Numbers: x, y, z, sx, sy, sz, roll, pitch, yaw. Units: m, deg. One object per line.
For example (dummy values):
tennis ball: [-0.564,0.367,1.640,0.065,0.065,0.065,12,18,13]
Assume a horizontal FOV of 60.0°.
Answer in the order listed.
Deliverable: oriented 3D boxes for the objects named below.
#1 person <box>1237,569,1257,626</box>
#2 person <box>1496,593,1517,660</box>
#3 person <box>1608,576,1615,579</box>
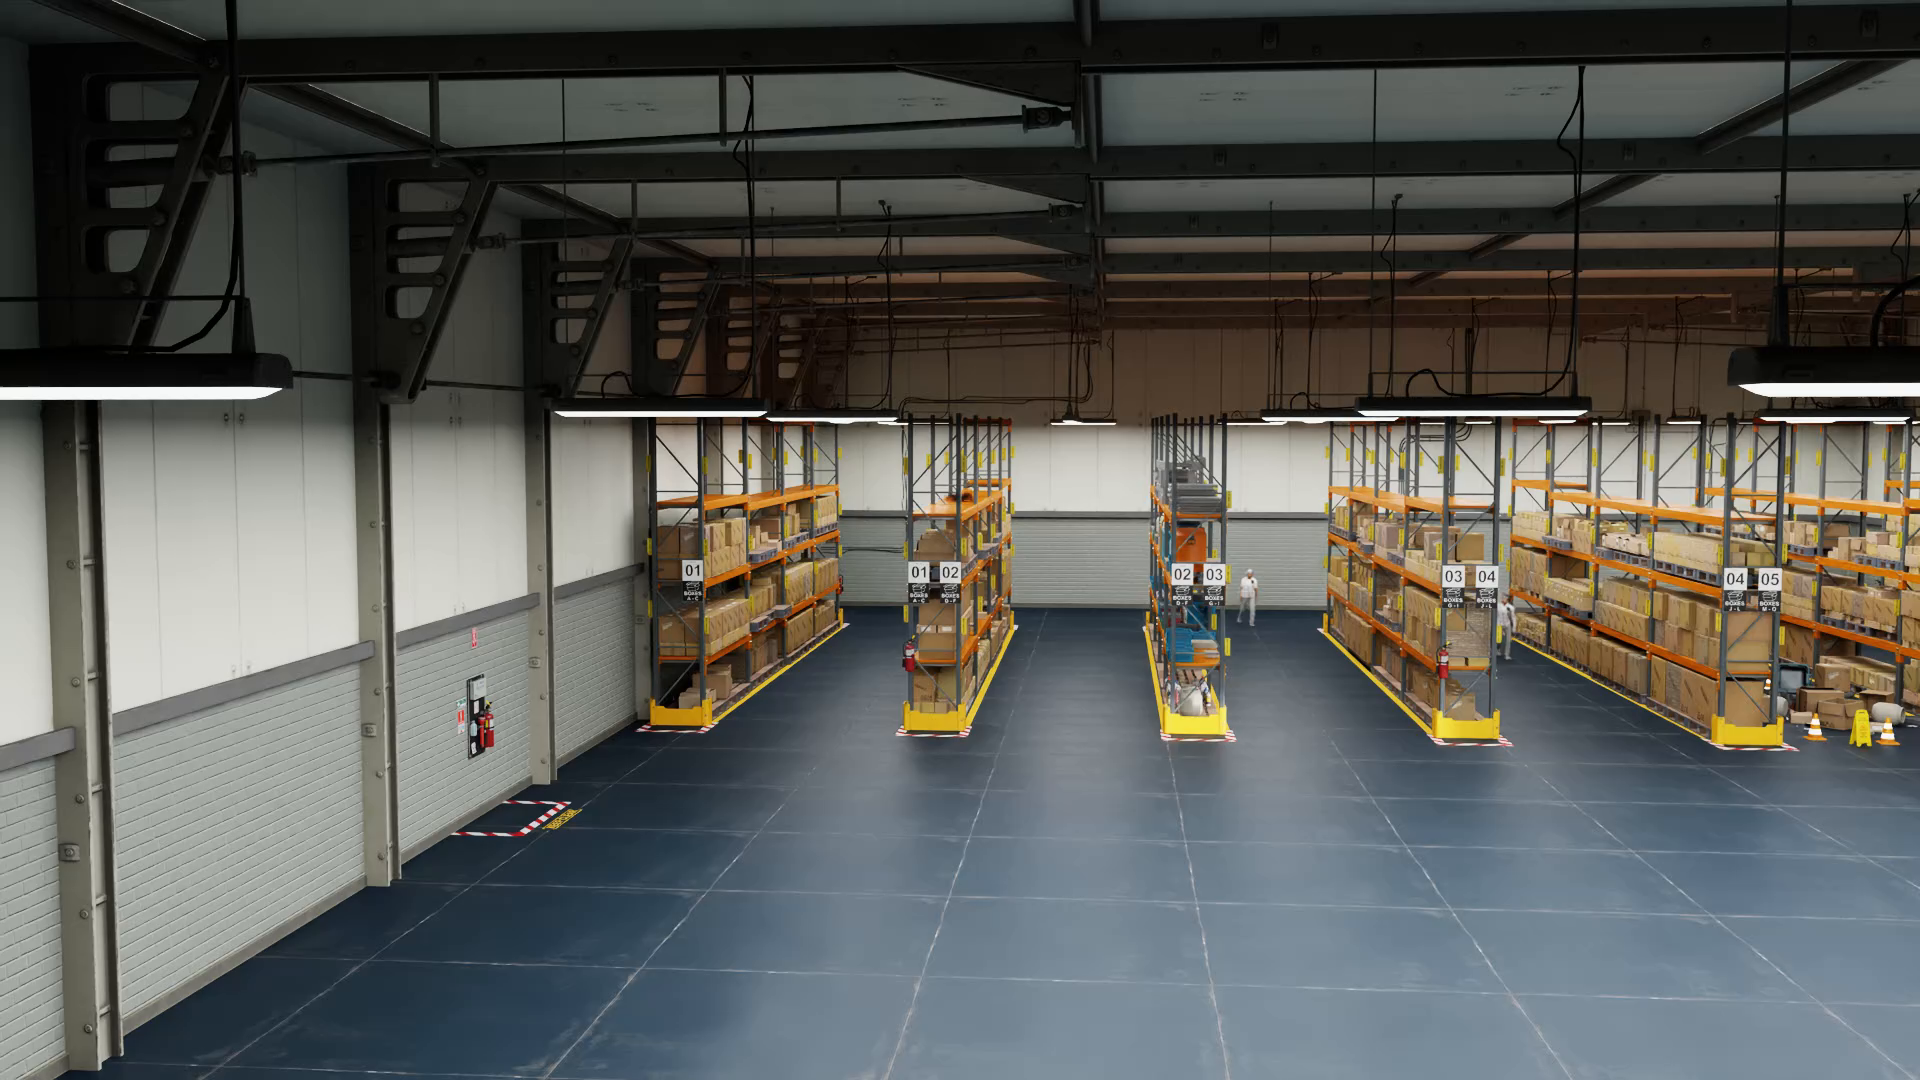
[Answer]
person: [8.353,1.654,48.193,0.513,1.635,0.785,0,4,-3]
person: [13.479,2.128,41.186,0.571,1.642,0.963,1,4,10]
person: [17.884,1.800,45.835,1.016,1.608,0.593,3,5,41]
